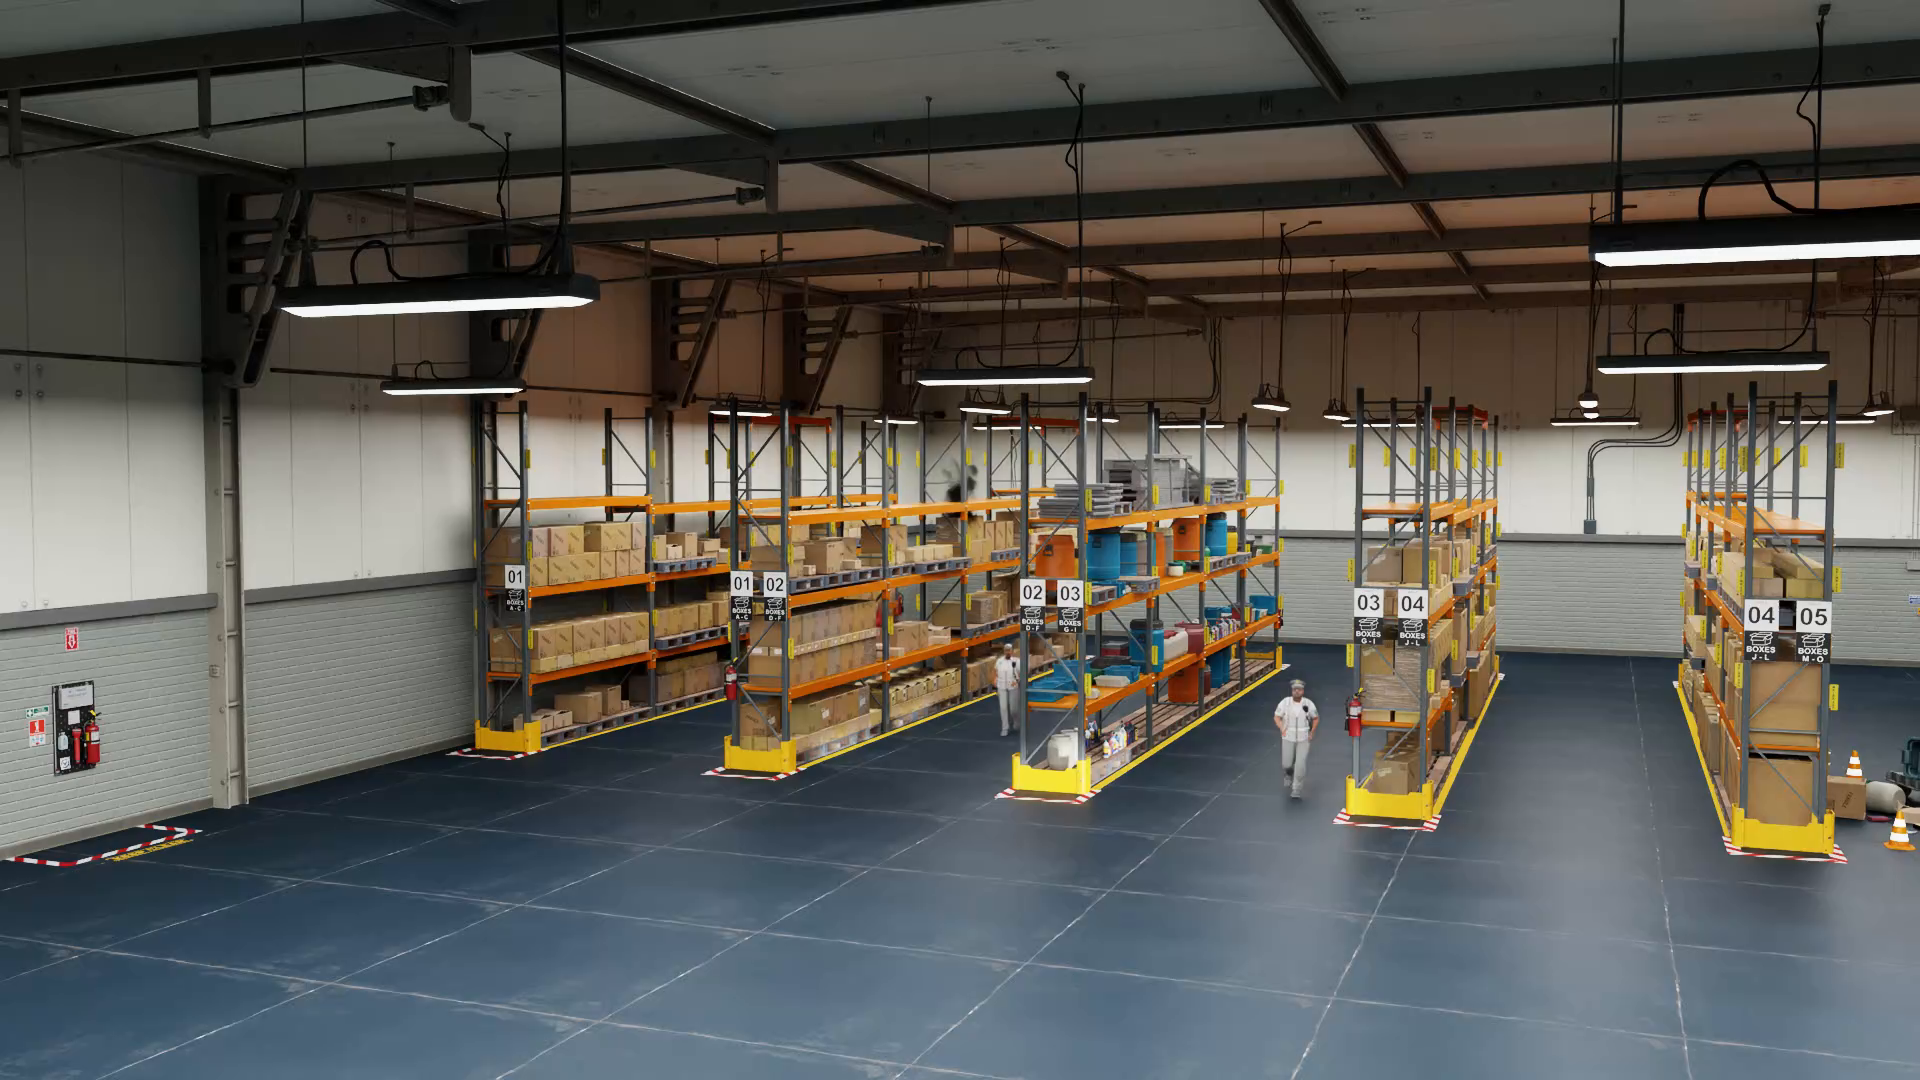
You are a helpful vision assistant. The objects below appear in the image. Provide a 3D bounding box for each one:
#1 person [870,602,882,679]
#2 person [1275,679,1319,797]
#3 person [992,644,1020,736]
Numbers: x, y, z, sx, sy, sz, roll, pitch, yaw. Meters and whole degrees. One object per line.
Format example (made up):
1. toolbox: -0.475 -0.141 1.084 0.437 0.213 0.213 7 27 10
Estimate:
1. person: -1.794 2.170 34.961 0.710 1.726 0.529 1 3 26
2. person: 5.006 2.929 24.719 0.655 1.733 0.603 1 3 12
3. person: 0.880 2.707 30.256 0.630 1.651 0.724 1 3 12
